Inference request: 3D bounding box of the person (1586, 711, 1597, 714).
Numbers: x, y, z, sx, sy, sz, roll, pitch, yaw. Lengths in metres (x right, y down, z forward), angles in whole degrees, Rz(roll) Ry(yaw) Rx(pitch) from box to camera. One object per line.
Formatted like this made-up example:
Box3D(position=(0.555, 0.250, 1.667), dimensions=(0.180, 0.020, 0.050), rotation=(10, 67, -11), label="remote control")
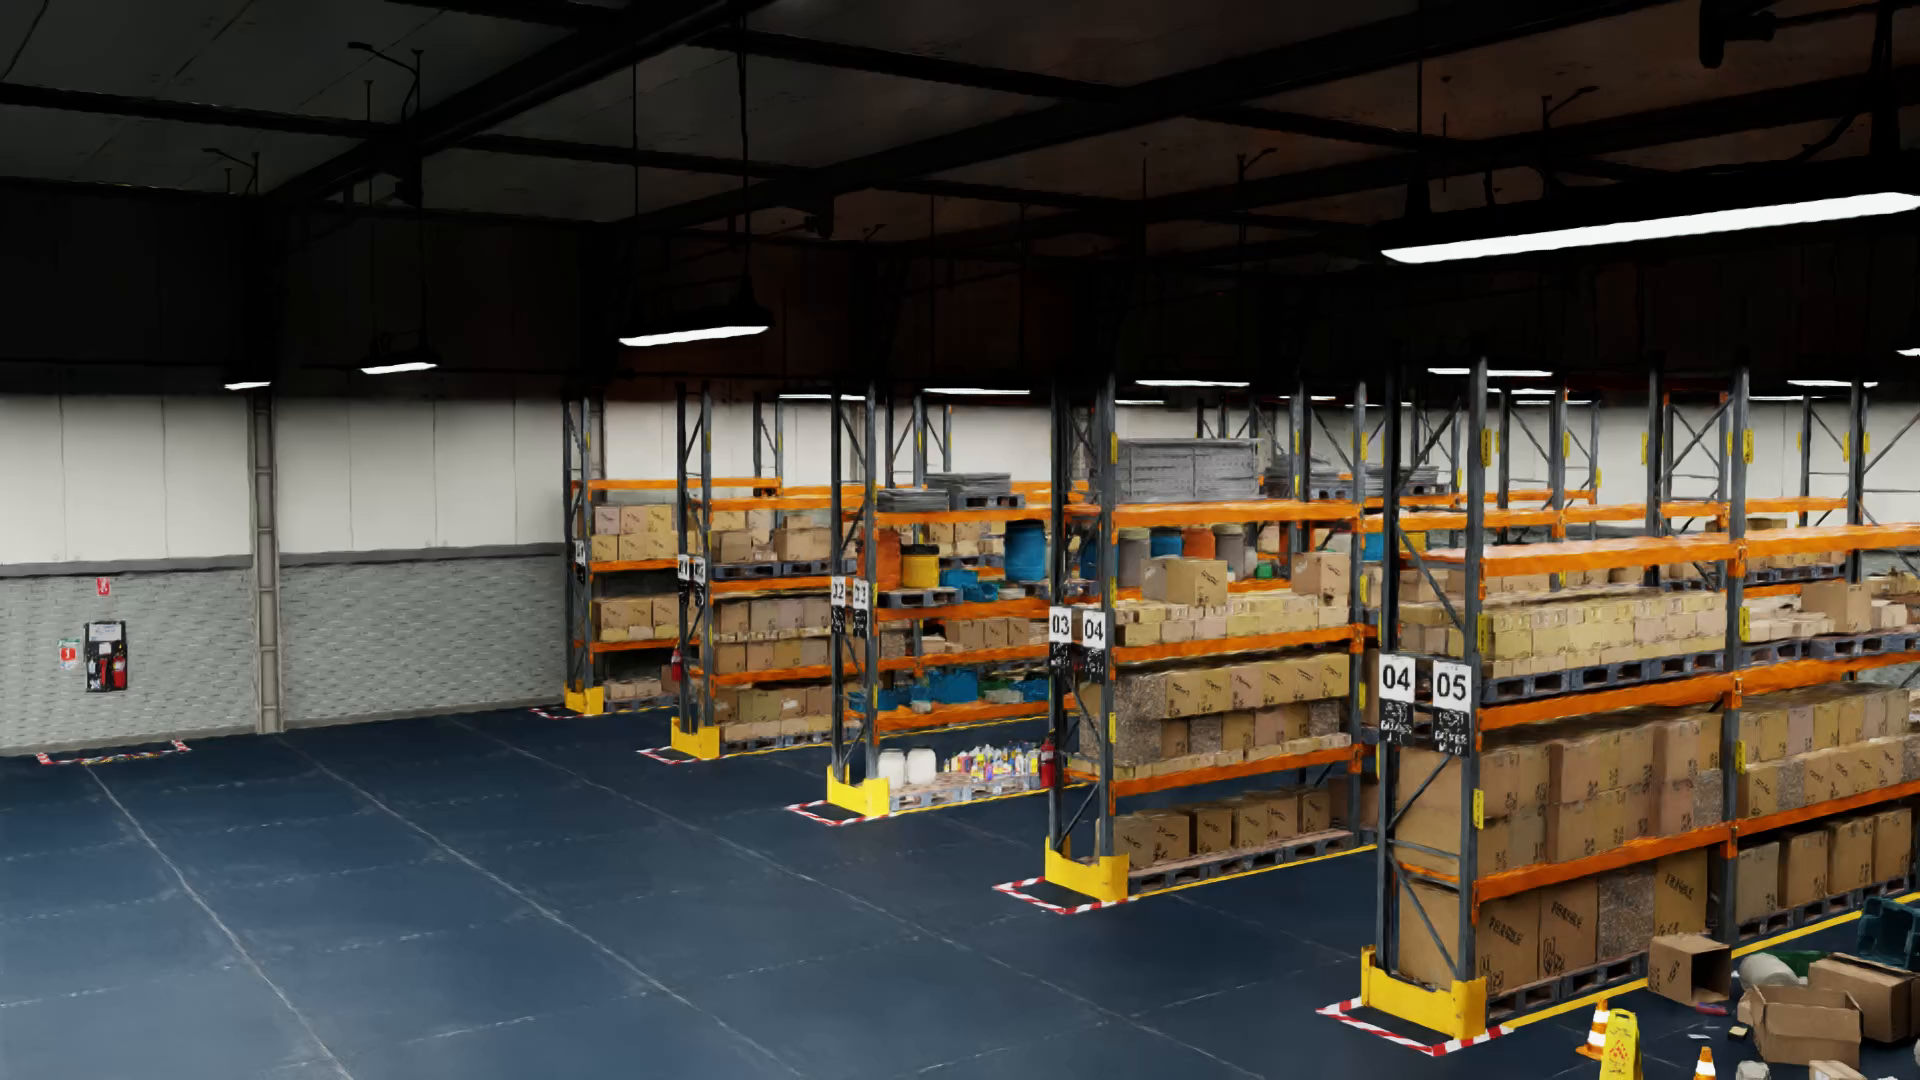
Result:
Box3D(position=(8.266, 2.908, 21.719), dimensions=(0.547, 1.742, 0.677), rotation=(-3, 5, -36), label="person")
